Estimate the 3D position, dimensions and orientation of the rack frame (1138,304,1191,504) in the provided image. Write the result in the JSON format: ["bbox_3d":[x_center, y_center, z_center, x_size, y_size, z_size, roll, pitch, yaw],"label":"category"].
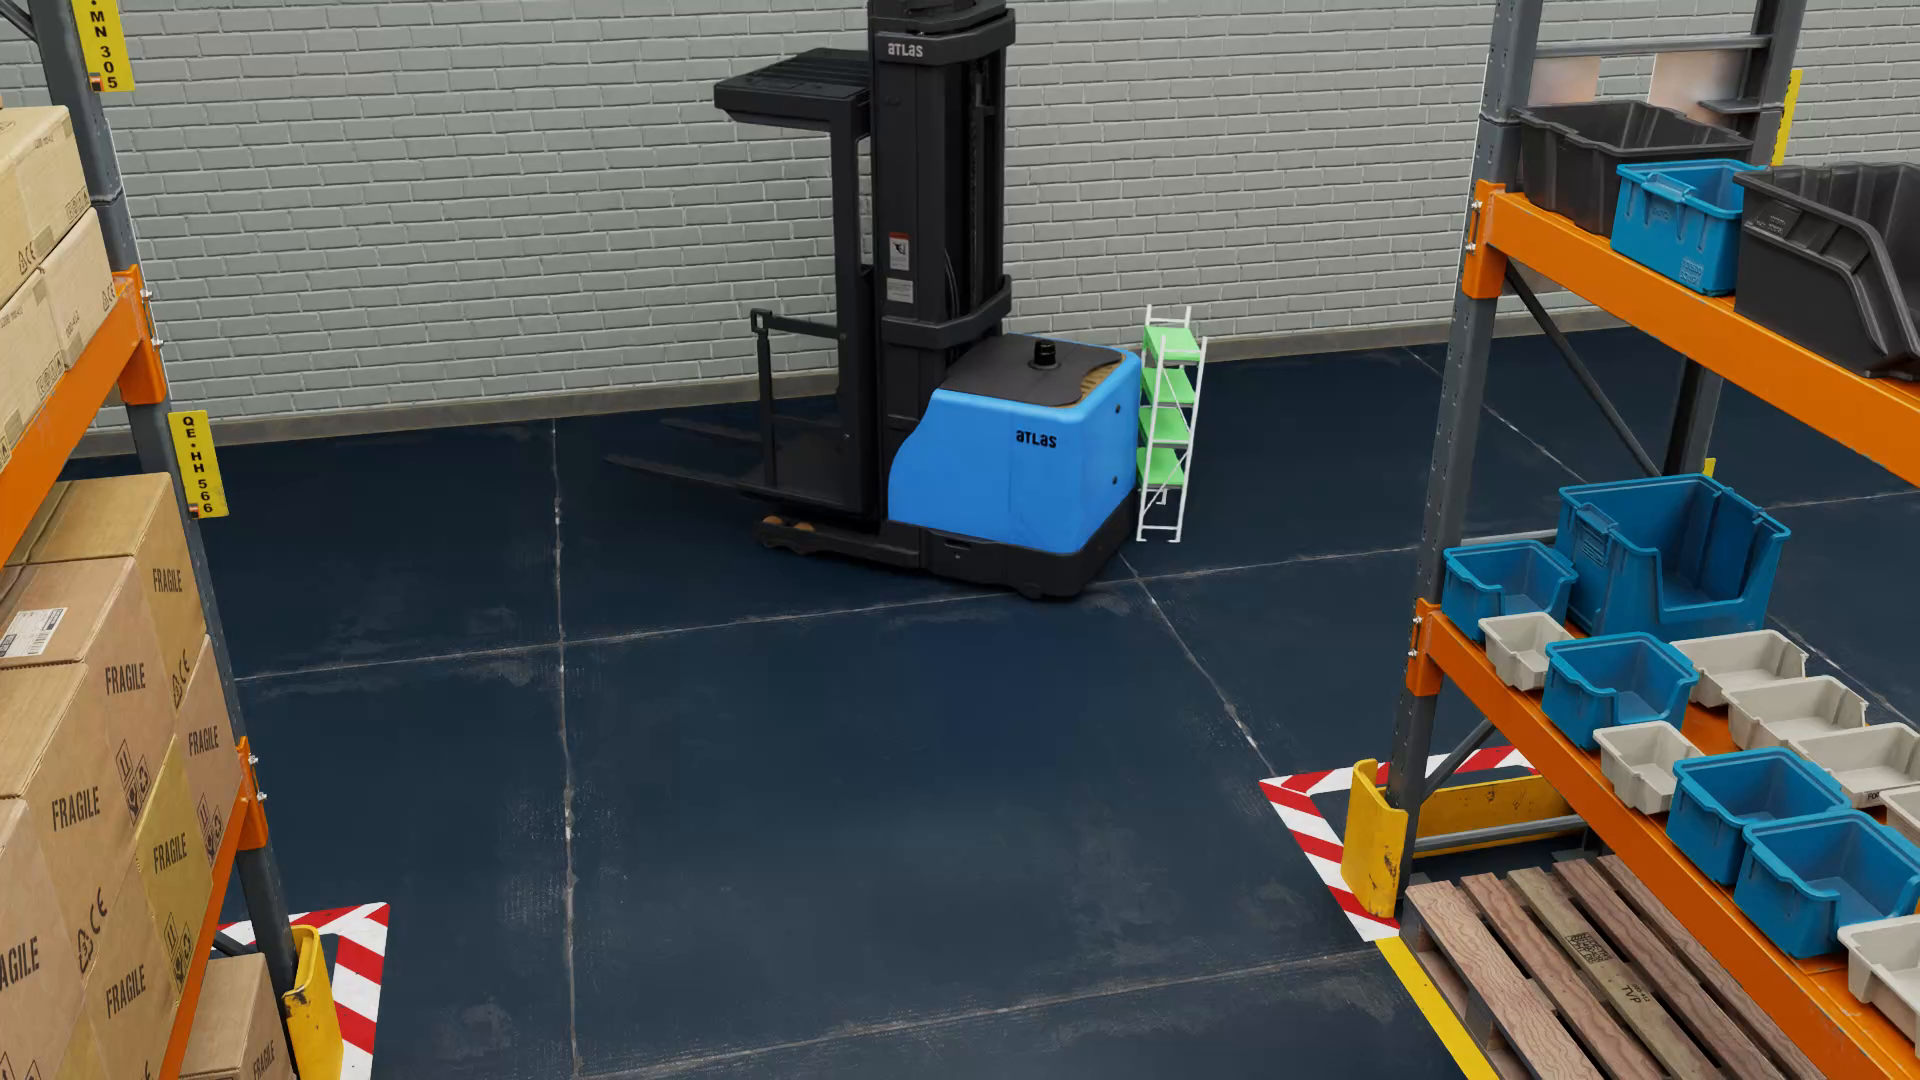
[{"bbox_3d":[1.109,-0.749,9.385,0.240,1.200,0.015,2,27,-4],"label":"rack frame"}]

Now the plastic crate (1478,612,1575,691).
[{"bbox_3d":[1.854,0.375,5.405,0.250,0.136,0.298,-6,27,-12],"label":"plastic crate"}]

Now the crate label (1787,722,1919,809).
[{"bbox_3d":[2.626,0.672,4.816,0.396,0.136,0.243,-6,27,-12],"label":"crate label"}]

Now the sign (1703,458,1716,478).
[{"bbox_3d":[2.660,-0.143,6.023,0.100,0.325,0.005,-6,27,-12],"label":"sign"}]

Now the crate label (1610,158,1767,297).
[{"bbox_3d":[2.021,-0.842,4.425,0.408,0.251,0.502,-6,27,-12],"label":"crate label"}]

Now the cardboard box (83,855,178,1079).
[{"bbox_3d":[-2.106,1.066,3.699,0.500,0.500,0.500,-6,27,-11],"label":"cardboard box"}]

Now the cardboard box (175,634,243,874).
[{"bbox_3d":[-2.333,0.619,4.585,0.500,0.500,0.500,-5,27,-10],"label":"cardboard box"}]

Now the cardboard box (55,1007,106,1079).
[{"bbox_3d":[-1.992,1.287,3.261,0.500,0.500,0.500,-6,27,-12],"label":"cardboard box"}]

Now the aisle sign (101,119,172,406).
[{"bbox_3d":[-2.416,-0.727,4.477,0.394,0.787,0.004,-6,27,-12],"label":"aisle sign"}]

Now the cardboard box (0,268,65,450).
[{"bbox_3d":[-2.224,-0.359,3.469,0.500,0.250,0.500,-6,27,-12],"label":"cardboard box"}]

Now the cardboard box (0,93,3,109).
[{"bbox_3d":[-2.567,-1.112,3.575,0.700,0.500,0.500,-6,27,-12],"label":"cardboard box"}]

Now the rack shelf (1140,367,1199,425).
[{"bbox_3d":[1.133,-0.796,9.088,0.258,0.148,0.480,2,27,-4],"label":"rack shelf"}]

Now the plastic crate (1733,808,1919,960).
[{"bbox_3d":[2.227,0.892,4.272,0.416,0.233,0.300,-6,27,-12],"label":"plastic crate"}]

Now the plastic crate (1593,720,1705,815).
[{"bbox_3d":[2.007,0.673,4.815,0.250,0.136,0.298,-6,27,-12],"label":"plastic crate"}]

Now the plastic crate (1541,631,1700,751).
[{"bbox_3d":[2.011,0.472,5.106,0.416,0.233,0.300,-6,27,-12],"label":"plastic crate"}]

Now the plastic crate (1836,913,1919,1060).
[{"bbox_3d":[2.344,1.106,3.956,0.293,0.136,0.466,-6,27,-12],"label":"plastic crate"}]

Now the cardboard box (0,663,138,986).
[{"bbox_3d":[-2.095,0.619,3.473,0.500,0.500,0.500,-5,27,-10],"label":"cardboard box"}]

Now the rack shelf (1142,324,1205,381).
[{"bbox_3d":[1.148,-1.010,8.981,0.258,0.148,0.480,2,27,-4],"label":"rack shelf"}]

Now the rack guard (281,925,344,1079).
[{"bbox_3d":[-2.682,1.643,5.439,1.175,0.500,0.348,-6,27,-12],"label":"rack guard"}]

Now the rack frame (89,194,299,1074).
[{"bbox_3d":[-2.699,0.494,4.942,1.000,3.000,0.127,-6,27,-12],"label":"rack frame"}]

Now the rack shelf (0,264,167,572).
[{"bbox_3d":[-2.248,0.354,2.689,1.077,0.370,4.000,-6,27,-12],"label":"rack shelf"}]

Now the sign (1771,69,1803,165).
[{"bbox_3d":[2.660,-1.363,5.408,0.100,0.325,0.005,-6,27,-12],"label":"sign"}]

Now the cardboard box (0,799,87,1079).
[{"bbox_3d":[-1.979,0.845,3.026,0.500,0.500,0.500,-5,27,-10],"label":"cardboard box"}]

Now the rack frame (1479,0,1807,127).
[{"bbox_3d":[2.128,-2.685,4.583,1.000,3.000,0.127,-6,27,-12],"label":"rack frame"}]

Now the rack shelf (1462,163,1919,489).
[{"bbox_3d":[2.578,-0.147,3.682,1.077,0.370,4.000,-6,27,-12],"label":"rack shelf"}]

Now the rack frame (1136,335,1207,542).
[{"bbox_3d":[1.134,-0.529,8.950,0.240,1.200,0.015,2,27,-4],"label":"rack frame"}]

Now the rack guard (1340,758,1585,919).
[{"bbox_3d":[2.110,1.100,6.517,1.175,0.500,0.348,-6,27,-12],"label":"rack guard"}]

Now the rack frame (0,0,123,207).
[{"bbox_3d":[-2.699,-2.184,3.590,1.000,3.000,0.127,-6,27,-12],"label":"rack frame"}]

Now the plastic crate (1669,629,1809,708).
[{"bbox_3d":[2.488,0.423,5.308,0.396,0.136,0.243,-6,27,-12],"label":"plastic crate"}]

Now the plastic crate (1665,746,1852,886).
[{"bbox_3d":[2.159,0.761,4.533,0.416,0.233,0.300,-6,27,-12],"label":"plastic crate"}]

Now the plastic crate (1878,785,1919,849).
[{"bbox_3d":[2.710,0.800,4.562,0.298,0.136,0.250,-6,27,-12],"label":"plastic crate"}]

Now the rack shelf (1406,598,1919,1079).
[{"bbox_3d":[2.578,1.192,4.358,1.077,0.370,4.000,-6,27,-12],"label":"rack shelf"}]

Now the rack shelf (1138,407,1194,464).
[{"bbox_3d":[1.118,-0.582,9.196,0.258,0.148,0.480,2,27,-4],"label":"rack shelf"}]

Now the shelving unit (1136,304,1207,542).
[{"bbox_3d":[1.122,-0.639,9.167,0.258,1.200,0.503,2,27,-4],"label":"shelving unit"}]

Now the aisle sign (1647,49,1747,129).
[{"bbox_3d":[2.397,-1.229,5.471,0.394,0.787,0.004,-6,27,-12],"label":"aisle sign"}]

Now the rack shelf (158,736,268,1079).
[{"bbox_3d":[-2.248,1.693,3.365,1.077,0.370,4.000,-6,27,-12],"label":"rack shelf"}]

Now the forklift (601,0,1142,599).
[{"bbox_3d":[-0.578,-1.436,8.841,3.031,2.935,1.130,12,29,22],"label":"forklift"}]

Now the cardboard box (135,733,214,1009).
[{"bbox_3d":[-2.213,0.846,4.134,0.500,0.500,0.500,-6,27,-11],"label":"cardboard box"}]

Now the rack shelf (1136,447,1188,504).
[{"bbox_3d":[1.103,-0.368,9.303,0.258,0.148,0.480,2,27,-4],"label":"rack shelf"}]

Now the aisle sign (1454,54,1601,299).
[{"bbox_3d":[1.822,-1.169,5.352,0.394,0.787,0.004,-6,27,-12],"label":"aisle sign"}]

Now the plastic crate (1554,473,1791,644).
[{"bbox_3d":[2.385,0.078,5.660,0.616,0.435,0.499,-6,27,-12],"label":"plastic crate"}]

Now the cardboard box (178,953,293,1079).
[{"bbox_3d":[-2.337,1.627,4.983,0.500,0.500,0.500,-6,27,-12],"label":"cardboard box"}]

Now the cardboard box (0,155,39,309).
[{"bbox_3d":[-2.222,-0.582,3.357,0.500,0.250,0.500,-6,27,-12],"label":"cardboard box"}]

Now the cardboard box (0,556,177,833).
[{"bbox_3d":[-2.216,0.392,3.923,0.500,0.500,0.500,-5,27,-10],"label":"cardboard box"}]

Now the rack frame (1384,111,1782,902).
[{"bbox_3d":[2.128,-0.007,5.935,1.000,3.000,0.127,-6,27,-12],"label":"rack frame"}]

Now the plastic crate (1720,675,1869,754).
[{"bbox_3d":[2.539,0.552,5.053,0.396,0.136,0.243,-6,27,-12],"label":"plastic crate"}]

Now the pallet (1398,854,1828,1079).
[{"bbox_3d":[2.276,1.604,5.838,1.003,0.211,1.213,-6,27,-12],"label":"pallet"}]

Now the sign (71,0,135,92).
[{"bbox_3d":[-2.154,-1.288,4.161,0.100,0.325,0.005,-6,27,-12],"label":"sign"}]

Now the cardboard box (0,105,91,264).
[{"bbox_3d":[-2.335,-0.801,3.792,0.500,0.250,0.500,-6,27,-12],"label":"cardboard box"}]

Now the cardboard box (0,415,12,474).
[{"bbox_3d":[-2.099,-0.140,3.037,0.500,0.250,0.500,-6,27,-12],"label":"cardboard box"}]

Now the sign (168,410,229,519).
[{"bbox_3d":[-2.154,-0.211,4.704,0.100,0.325,0.005,-6,27,-12],"label":"sign"}]

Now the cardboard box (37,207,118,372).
[{"bbox_3d":[-2.326,-0.579,3.906,0.500,0.250,0.500,-6,27,-12],"label":"cardboard box"}]

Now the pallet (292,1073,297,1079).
[{"bbox_3d":[-2.501,2.122,4.811,1.003,0.211,1.213,-6,27,-12],"label":"pallet"}]

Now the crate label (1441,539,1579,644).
[{"bbox_3d":[1.863,0.183,5.678,0.416,0.233,0.303,-6,27,-12],"label":"crate label"}]

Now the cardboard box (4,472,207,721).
[{"bbox_3d":[-2.331,0.171,4.362,0.500,0.500,0.500,-6,27,-12],"label":"cardboard box"}]

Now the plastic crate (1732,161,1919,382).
[{"bbox_3d":[2.204,-0.620,3.889,0.504,0.338,0.767,-6,27,-12],"label":"plastic crate"}]

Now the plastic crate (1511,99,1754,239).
[{"bbox_3d":[1.943,-1.091,4.898,0.497,0.269,0.590,-6,27,-12],"label":"plastic crate"}]
